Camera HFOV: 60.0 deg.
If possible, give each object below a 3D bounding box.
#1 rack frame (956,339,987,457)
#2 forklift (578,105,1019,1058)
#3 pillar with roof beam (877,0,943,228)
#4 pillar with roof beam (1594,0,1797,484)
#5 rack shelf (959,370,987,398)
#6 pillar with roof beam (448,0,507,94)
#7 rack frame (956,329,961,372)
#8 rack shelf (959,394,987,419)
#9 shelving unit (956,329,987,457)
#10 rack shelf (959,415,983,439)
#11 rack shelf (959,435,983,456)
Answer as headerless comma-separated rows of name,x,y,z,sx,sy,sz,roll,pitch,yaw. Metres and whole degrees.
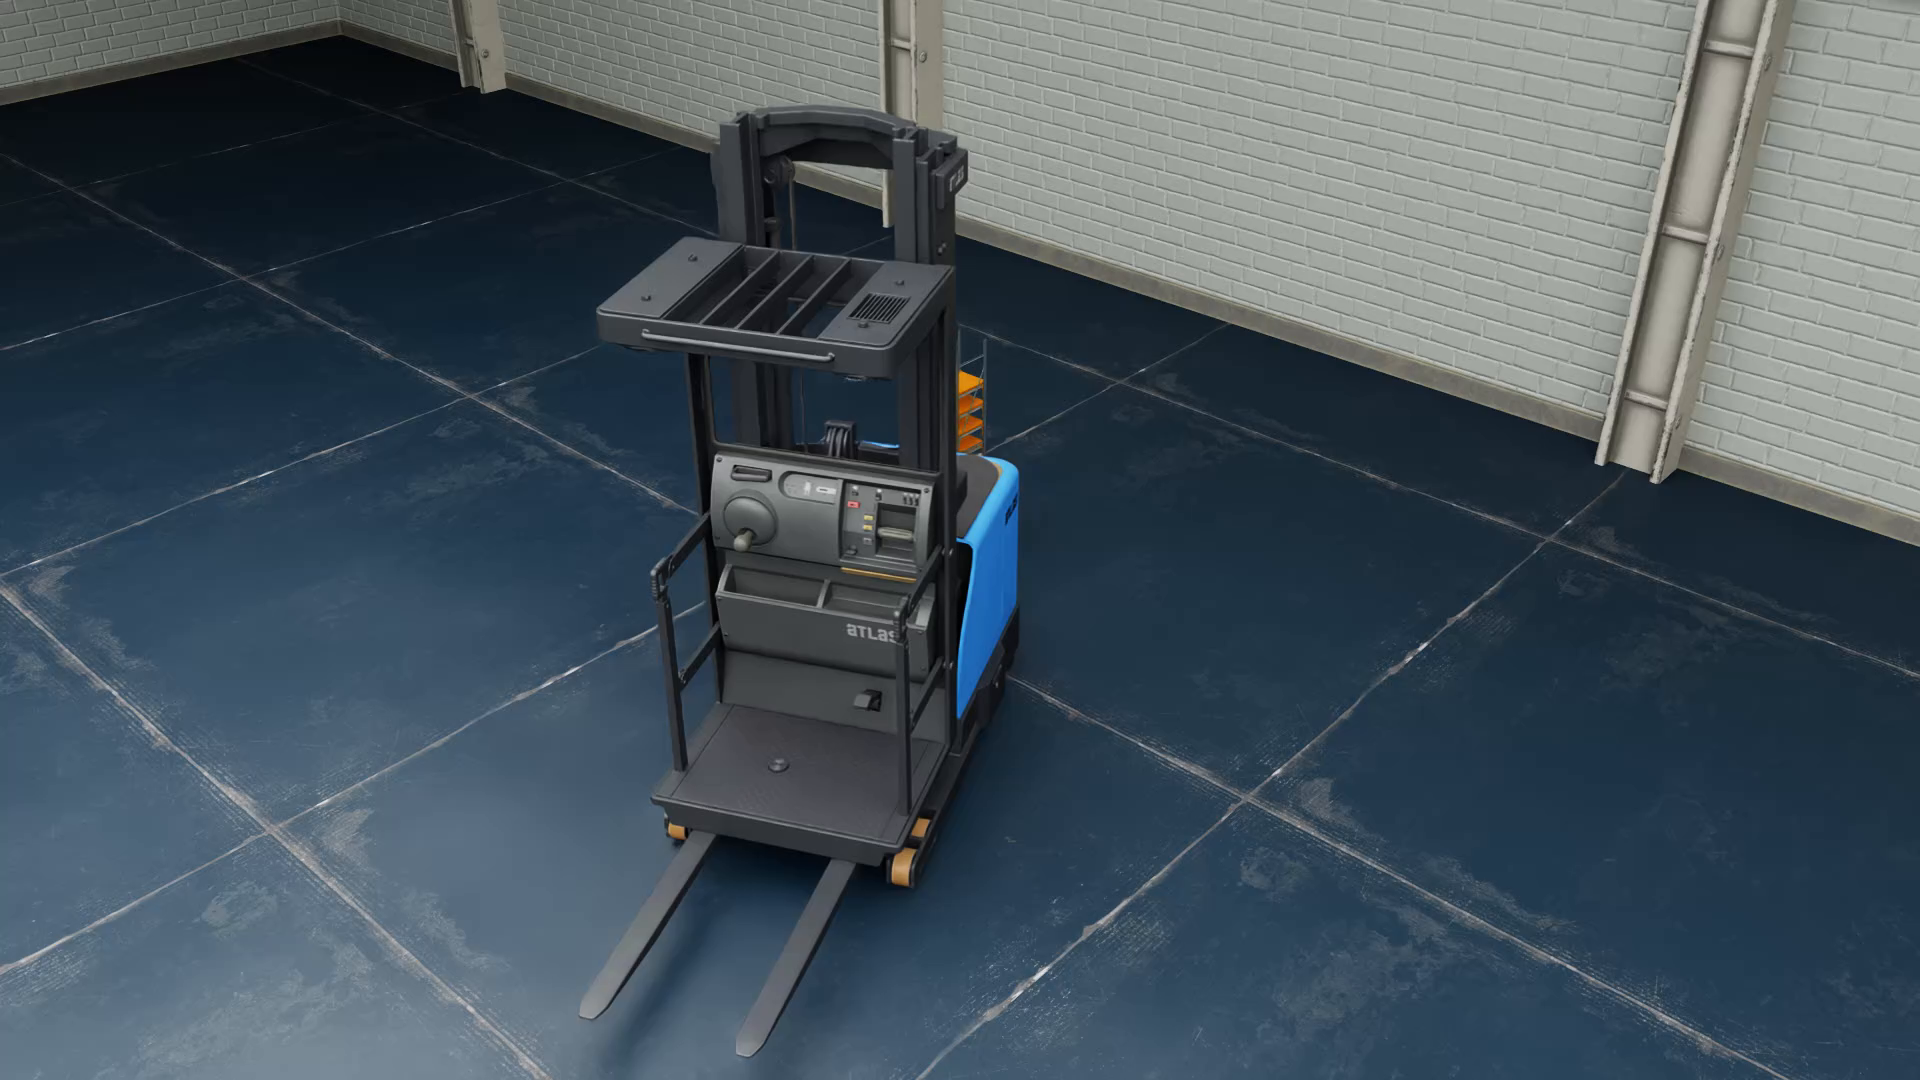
rack frame,0.057,-0.487,8.896,0.006,1.200,0.240,25,39,35
forklift,-0.619,-0.052,6.495,1.130,2.935,3.031,9,32,14
pillar with roof beam,-3.267,-4.741,8.400,0.400,9.000,9.100,25,39,35
pillar with roof beam,1.182,-2.664,4.951,0.400,9.000,9.100,25,39,35
rack shelf,-0.011,-0.789,8.786,0.180,0.103,0.258,25,39,35
pillar with roof beam,-7.716,-6.818,11.850,0.400,9.000,9.100,25,39,35
rack frame,-0.079,-0.551,9.001,0.006,1.200,0.240,25,39,35
rack shelf,-0.011,-0.687,8.848,0.180,0.103,0.258,25,39,35
shelving unit,-0.011,-0.519,8.949,0.189,1.200,0.258,25,39,35
rack shelf,-0.011,-0.584,8.910,0.180,0.103,0.258,25,39,35
rack shelf,-0.011,-0.481,8.972,0.180,0.103,0.258,25,39,35
